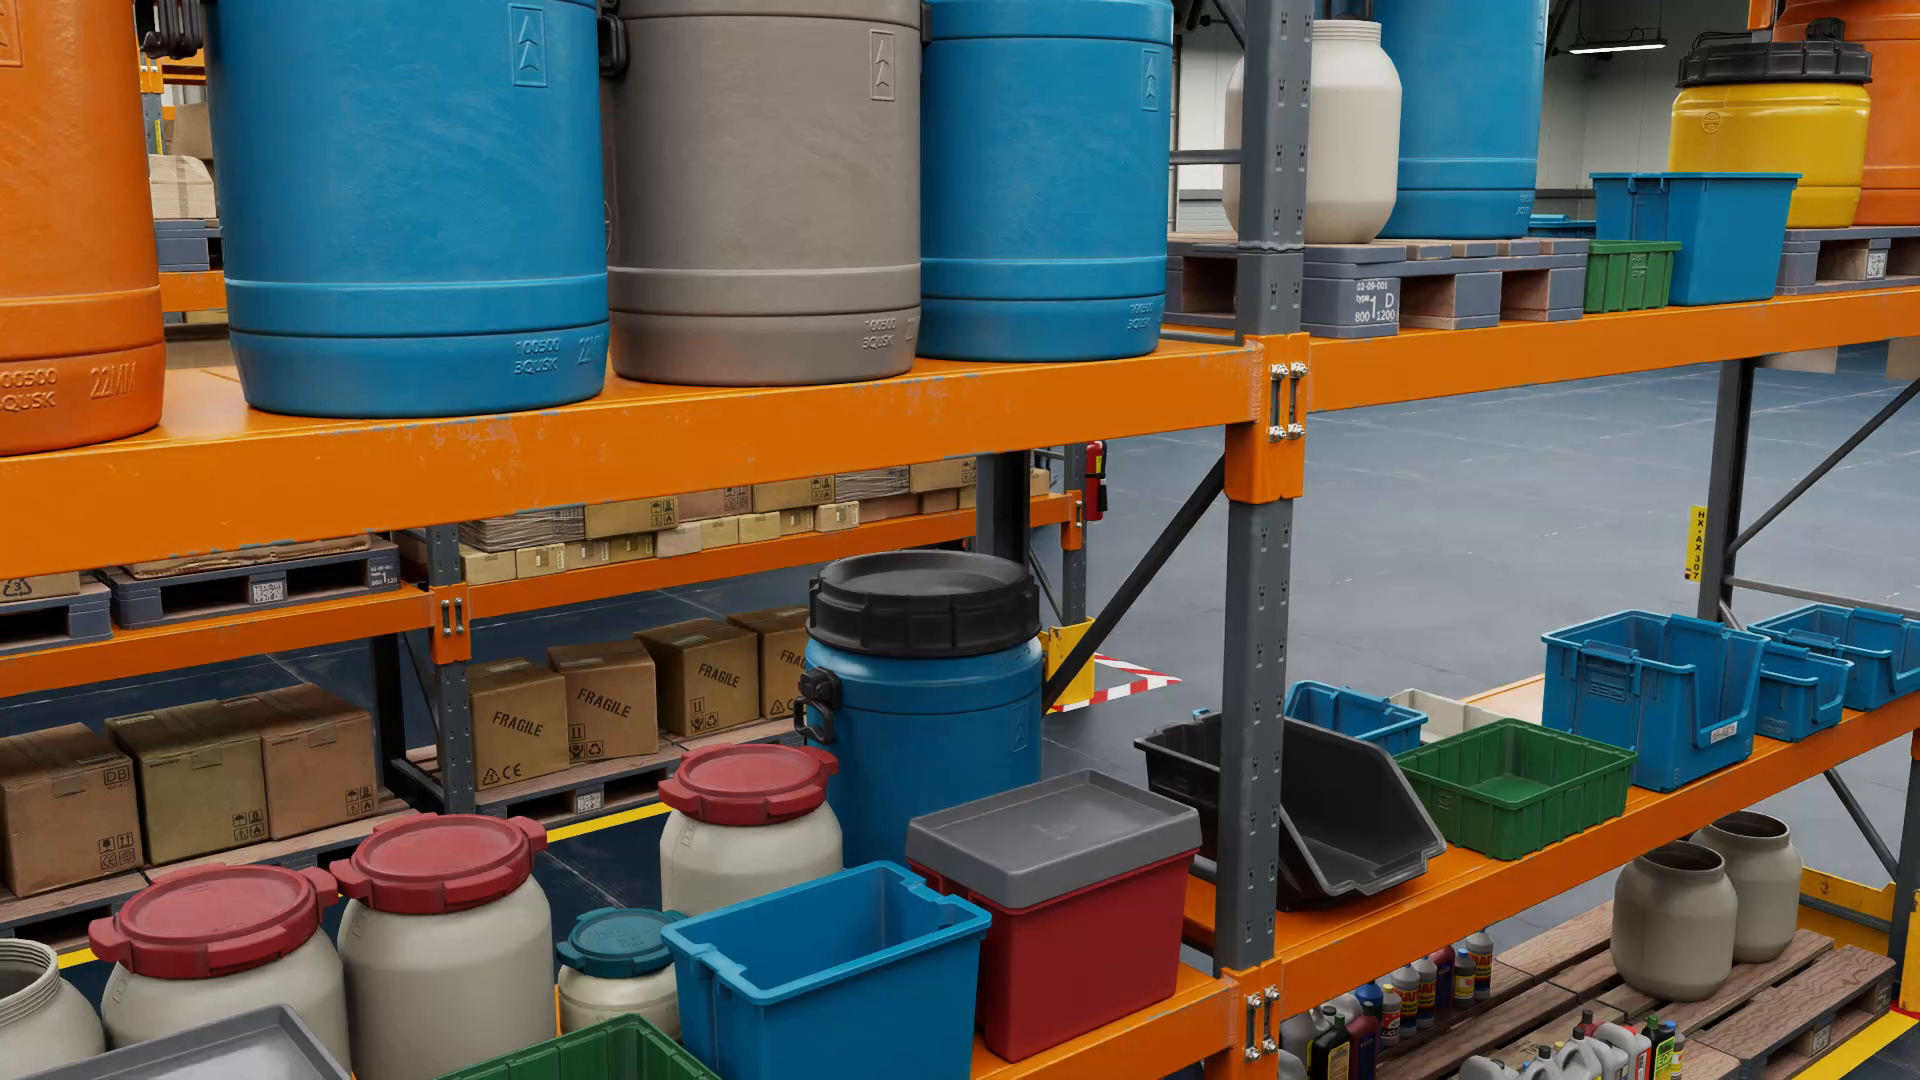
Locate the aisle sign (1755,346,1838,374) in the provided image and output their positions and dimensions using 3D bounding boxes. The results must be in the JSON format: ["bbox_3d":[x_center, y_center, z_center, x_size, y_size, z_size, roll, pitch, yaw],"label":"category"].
[{"bbox_3d":[3.396,-1.086,6.761,0.004,0.787,0.394,-9,15,-38],"label":"aisle sign"}]

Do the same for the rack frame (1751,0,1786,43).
[{"bbox_3d":[3.523,-2.692,6.140,0.127,3.000,1.000,-9,15,-38],"label":"rack frame"}]

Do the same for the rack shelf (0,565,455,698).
[{"bbox_3d":[-4.256,0.570,6.955,4.000,0.370,1.077,-9,15,-38],"label":"rack shelf"}]

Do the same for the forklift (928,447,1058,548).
[{"bbox_3d":[0.300,-1.613,15.671,1.130,2.935,3.031,3,12,14],"label":"forklift"}]

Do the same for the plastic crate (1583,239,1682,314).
[{"bbox_3d":[1.802,-0.762,4.786,0.450,0.188,0.336,-9,15,-38],"label":"plastic crate"}]

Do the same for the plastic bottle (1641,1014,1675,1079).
[{"bbox_3d":[2.283,1.684,5.457,0.133,0.283,0.061,-9,15,-36],"label":"plastic bottle"}]

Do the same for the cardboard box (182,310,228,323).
[{"bbox_3d":[-5.405,-1.503,12.024,0.550,0.550,0.875,-9,15,-38],"label":"cardboard box"}]

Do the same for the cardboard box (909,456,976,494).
[{"bbox_3d":[-0.333,-0.604,9.793,0.500,0.500,0.875,-9,15,-38],"label":"cardboard box"}]

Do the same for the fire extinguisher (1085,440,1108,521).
[{"bbox_3d":[0.806,-0.463,10.272,0.183,0.674,0.296,-9,15,-38],"label":"fire extinguisher"}]

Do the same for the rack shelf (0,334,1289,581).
[{"bbox_3d":[-1.162,-0.094,2.860,4.000,0.370,1.077,-9,15,-38],"label":"rack shelf"}]

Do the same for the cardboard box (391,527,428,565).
[{"bbox_3d":[-2.710,0.006,8.484,0.250,0.149,0.380,-9,15,-38],"label":"cardboard box"}]

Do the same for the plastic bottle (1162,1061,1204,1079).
[{"bbox_3d":[0.722,1.712,5.162,0.185,0.351,0.144,-10,16,-39],"label":"plastic bottle"}]

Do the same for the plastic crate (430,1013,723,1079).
[{"bbox_3d":[-0.784,1.137,3.061,0.662,0.188,0.450,-9,15,-38],"label":"plastic crate"}]

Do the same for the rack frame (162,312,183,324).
[{"bbox_3d":[-5.714,-0.859,11.952,0.127,3.000,1.000,-9,15,-38],"label":"rack frame"}]

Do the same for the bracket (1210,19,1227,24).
[{"bbox_3d":[6.654,-10.392,33.738,4.783,0.066,0.076,-9,15,-38],"label":"bracket"}]

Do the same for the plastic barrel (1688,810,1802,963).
[{"bbox_3d":[3.057,1.352,6.517,0.421,0.512,0.421,0,12,0],"label":"plastic barrel"}]

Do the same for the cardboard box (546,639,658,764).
[{"bbox_3d":[-1.915,0.855,8.888,0.500,0.500,0.500,-4,13,-20],"label":"cardboard box"}]

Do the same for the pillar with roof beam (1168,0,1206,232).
[{"bbox_3d":[6.772,-7.600,29.256,0.548,9.000,9.100,-9,15,-38],"label":"pillar with roof beam"}]

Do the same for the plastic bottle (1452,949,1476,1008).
[{"bbox_3d":[1.832,1.595,6.075,0.097,0.201,0.097,0,12,0],"label":"plastic bottle"}]

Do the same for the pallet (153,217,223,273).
[{"bbox_3d":[-3.243,-1.354,7.514,1.003,0.211,1.213,-9,15,-38],"label":"pallet"}]

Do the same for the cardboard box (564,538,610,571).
[{"bbox_3d":[-1.958,0.035,8.347,0.250,0.149,0.380,-9,15,-38],"label":"cardboard box"}]

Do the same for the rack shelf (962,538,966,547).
[{"bbox_3d":[-0.504,-0.096,14.049,1.000,0.278,0.538,-3,12,-16],"label":"rack shelf"}]

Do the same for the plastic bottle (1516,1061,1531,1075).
[{"bbox_3d":[1.804,1.760,5.294,0.097,0.201,0.097,0,12,0],"label":"plastic bottle"}]

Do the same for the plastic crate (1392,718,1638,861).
[{"bbox_3d":[1.636,0.735,4.955,0.662,0.188,0.450,-9,15,-38],"label":"plastic crate"}]

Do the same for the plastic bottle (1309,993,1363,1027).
[{"bbox_3d":[1.254,1.662,5.581,0.135,0.276,0.152,-9,15,-37],"label":"plastic bottle"}]

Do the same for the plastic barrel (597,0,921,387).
[{"bbox_3d":[-0.373,-0.764,3.079,0.600,0.901,0.600,0,12,0],"label":"plastic barrel"}]

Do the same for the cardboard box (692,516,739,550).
[{"bbox_3d":[-1.378,-0.064,8.812,0.250,0.149,0.380,-9,15,-38],"label":"cardboard box"}]

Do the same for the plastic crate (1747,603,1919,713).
[{"bbox_3d":[3.319,0.429,6.244,0.616,0.251,0.499,-9,15,-38],"label":"plastic crate"}]

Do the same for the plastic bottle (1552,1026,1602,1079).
[{"bbox_3d":[1.914,1.701,5.213,0.185,0.351,0.144,-9,15,-35],"label":"plastic bottle"}]

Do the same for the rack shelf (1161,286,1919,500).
[{"bbox_3d":[1.961,-0.613,5.304,4.000,0.370,1.077,-9,15,-38],"label":"rack shelf"}]

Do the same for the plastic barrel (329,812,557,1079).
[{"bbox_3d":[-1.057,0.879,3.439,0.433,0.535,0.433,0,12,0],"label":"plastic barrel"}]

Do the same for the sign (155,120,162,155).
[{"bbox_3d":[-5.368,-2.646,11.146,0.005,0.325,0.100,-9,15,-38],"label":"sign"}]

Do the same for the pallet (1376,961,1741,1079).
[{"bbox_3d":[1.903,1.886,5.737,1.213,0.211,1.003,-9,15,-38],"label":"pallet"}]

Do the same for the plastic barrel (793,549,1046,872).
[{"bbox_3d":[-0.091,0.518,4.262,0.708,0.901,0.600,-9,15,-38],"label":"plastic barrel"}]

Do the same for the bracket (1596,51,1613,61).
[{"bbox_3d":[15.850,-11.920,40.934,0.430,0.232,0.235,-9,15,-38],"label":"bracket"}]

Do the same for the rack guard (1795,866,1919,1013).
[{"bbox_3d":[3.493,1.483,6.940,0.348,0.500,1.175,-9,15,-38],"label":"rack guard"}]

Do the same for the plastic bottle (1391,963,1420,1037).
[{"bbox_3d":[1.567,1.604,5.860,0.097,0.271,0.097,0,12,0],"label":"plastic bottle"}]

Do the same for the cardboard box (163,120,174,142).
[{"bbox_3d":[-5.628,-2.947,11.997,0.250,0.149,0.380,-10,15,-38],"label":"cardboard box"}]

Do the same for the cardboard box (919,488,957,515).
[{"bbox_3d":[-0.228,-0.264,9.755,0.250,0.149,0.380,-9,15,-38],"label":"cardboard box"}]

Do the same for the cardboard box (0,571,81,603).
[{"bbox_3d":[-3.990,-0.057,6.918,0.637,0.503,0.797,-8,14,-32],"label":"cardboard box"}]

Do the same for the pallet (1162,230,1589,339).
[{"bbox_3d":[0.902,-0.722,4.542,1.003,0.211,1.213,-9,15,-38],"label":"pallet"}]

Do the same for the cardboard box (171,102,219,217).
[{"bbox_3d":[-3.123,-1.720,7.525,0.637,0.503,0.797,-10,16,-40],"label":"cardboard box"}]

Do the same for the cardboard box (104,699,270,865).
[{"bbox_3d":[-3.572,1.101,7.680,0.500,0.500,0.700,-10,15,-38],"label":"cardboard box"}]

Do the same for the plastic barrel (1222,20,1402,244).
[{"bbox_3d":[0.859,-0.989,4.065,0.421,0.512,0.421,0,12,0],"label":"plastic barrel"}]

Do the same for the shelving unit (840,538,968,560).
[{"bbox_3d":[-0.504,-0.335,13.998,1.048,1.125,0.538,-3,12,-16],"label":"shelving unit"}]

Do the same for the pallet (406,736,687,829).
[{"bbox_3d":[-2.192,1.230,8.829,1.213,0.211,1.003,-9,15,-38],"label":"pallet"}]

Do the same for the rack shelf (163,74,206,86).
[{"bbox_3d":[-7.324,-4.489,16.346,4.000,0.370,1.077,-9,15,-38],"label":"rack shelf"}]

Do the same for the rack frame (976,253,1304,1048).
[{"bbox_3d":[0.400,0.762,4.319,0.127,3.000,1.000,-9,15,-38],"label":"rack frame"}]

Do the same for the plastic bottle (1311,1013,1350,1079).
[{"bbox_3d":[1.209,1.692,5.421,0.133,0.283,0.061,-9,15,-38],"label":"plastic bottle"}]

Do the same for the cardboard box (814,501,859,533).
[{"bbox_3d":[-0.770,-0.155,9.244,0.250,0.149,0.380,-9,15,-38],"label":"cardboard box"}]

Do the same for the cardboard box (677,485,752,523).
[{"bbox_3d":[-1.565,-0.425,8.950,0.500,0.500,0.875,-9,15,-38],"label":"cardboard box"}]
